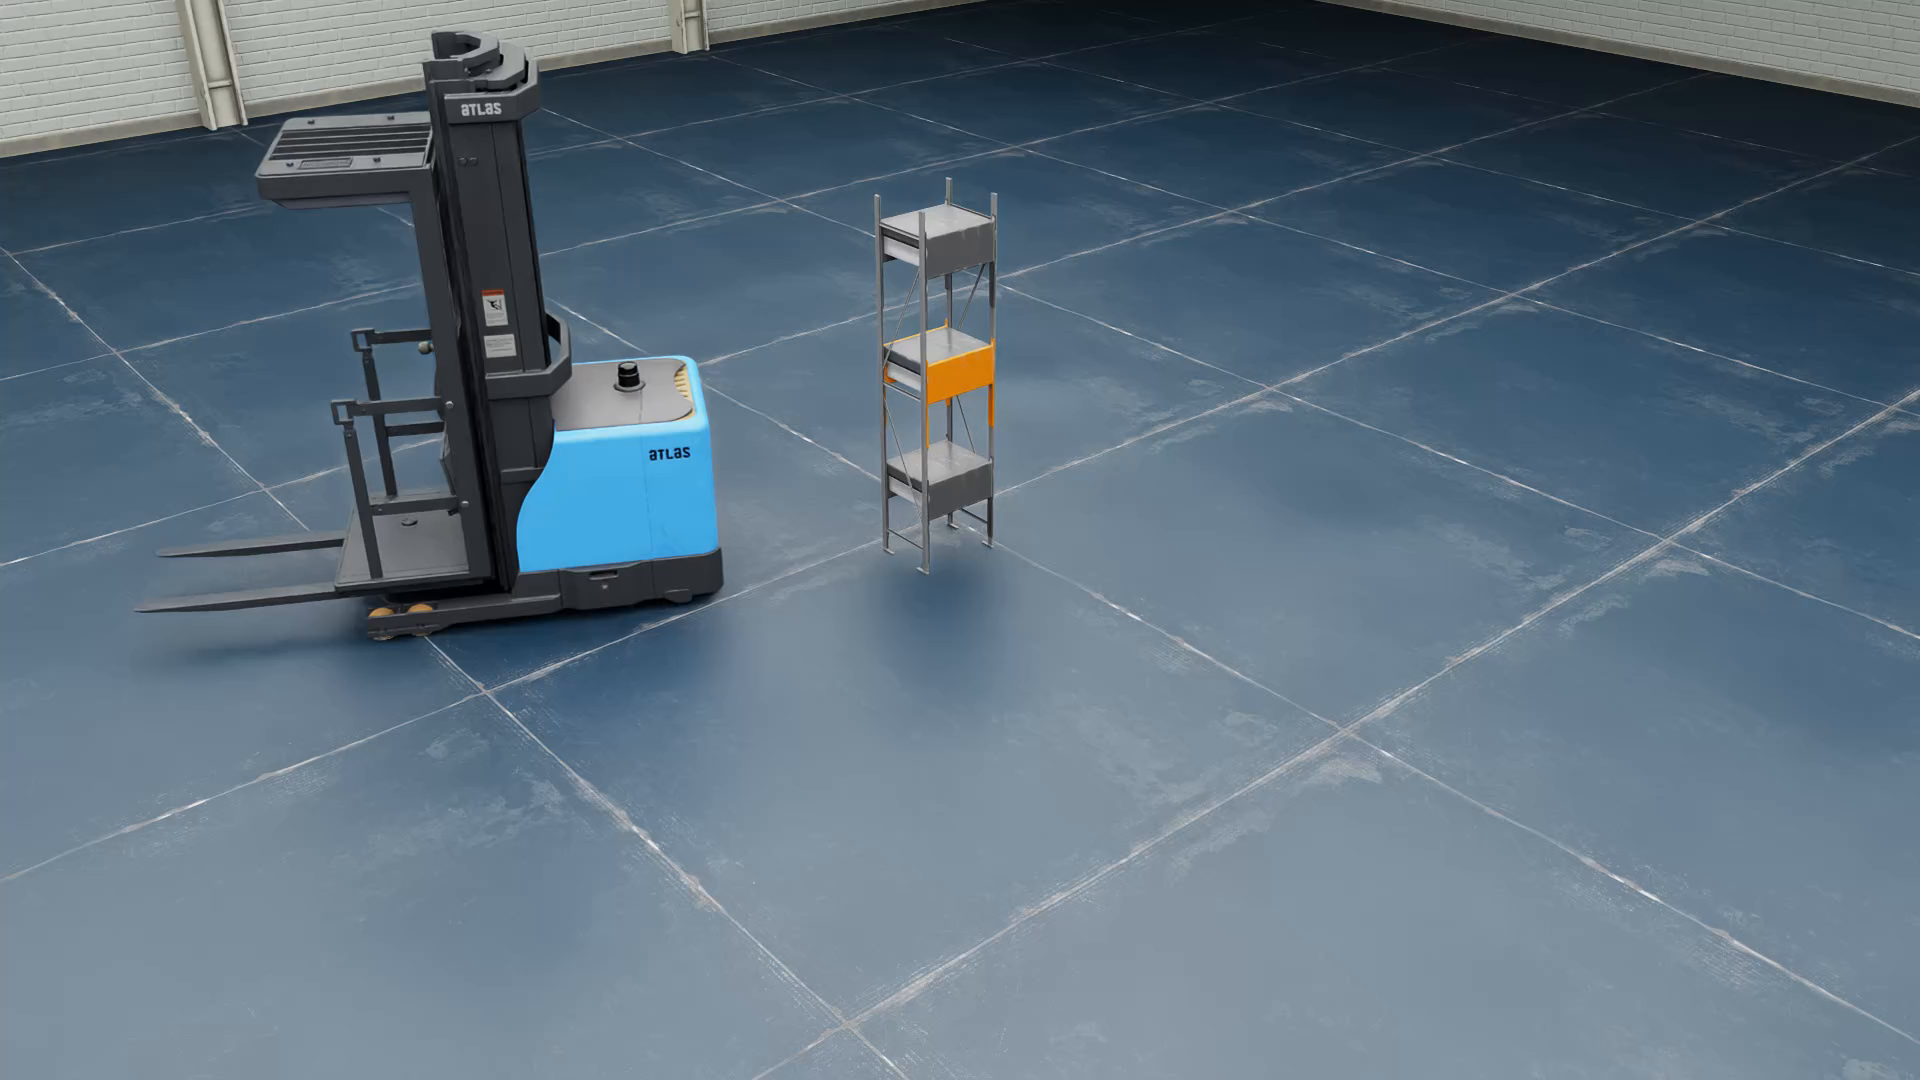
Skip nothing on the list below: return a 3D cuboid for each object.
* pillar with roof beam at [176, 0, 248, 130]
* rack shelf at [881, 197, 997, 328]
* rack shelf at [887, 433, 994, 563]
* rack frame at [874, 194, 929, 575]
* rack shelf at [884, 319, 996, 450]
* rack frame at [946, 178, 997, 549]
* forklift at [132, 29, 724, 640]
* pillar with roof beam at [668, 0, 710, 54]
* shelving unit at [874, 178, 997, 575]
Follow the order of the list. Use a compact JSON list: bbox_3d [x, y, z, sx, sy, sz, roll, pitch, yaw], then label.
[{"bbox_3d":[-5.293,-6.997,13.295,0.400,9.000,9.100,-22,35,-35],"label":"pillar with roof beam"},{"bbox_3d":[-0.126,-1.481,8.837,0.480,0.518,0.431,-22,35,-35],"label":"rack shelf"},{"bbox_3d":[-0.126,-0.246,9.497,0.480,0.518,0.431,-22,35,-35],"label":"rack shelf"},{"bbox_3d":[-0.312,-0.801,9.021,0.015,2.100,0.400,-22,35,-35],"label":"rack frame"},{"bbox_3d":[-0.126,-0.863,9.167,0.480,0.518,0.431,-22,35,-35],"label":"rack shelf"},{"bbox_3d":[0.060,-0.950,9.300,0.015,2.100,0.400,-22,35,-35],"label":"rack frame"},{"bbox_3d":[-2.871,-1.037,8.581,3.031,2.935,1.130,-6,29,-11],"label":"forklift"},{"bbox_3d":[-0.728,-8.832,16.729,0.400,9.000,9.100,-22,35,-35],"label":"pillar with roof beam"},{"bbox_3d":[-0.126,-0.875,9.160,0.503,2.100,0.431,-22,35,-35],"label":"shelving unit"}]
